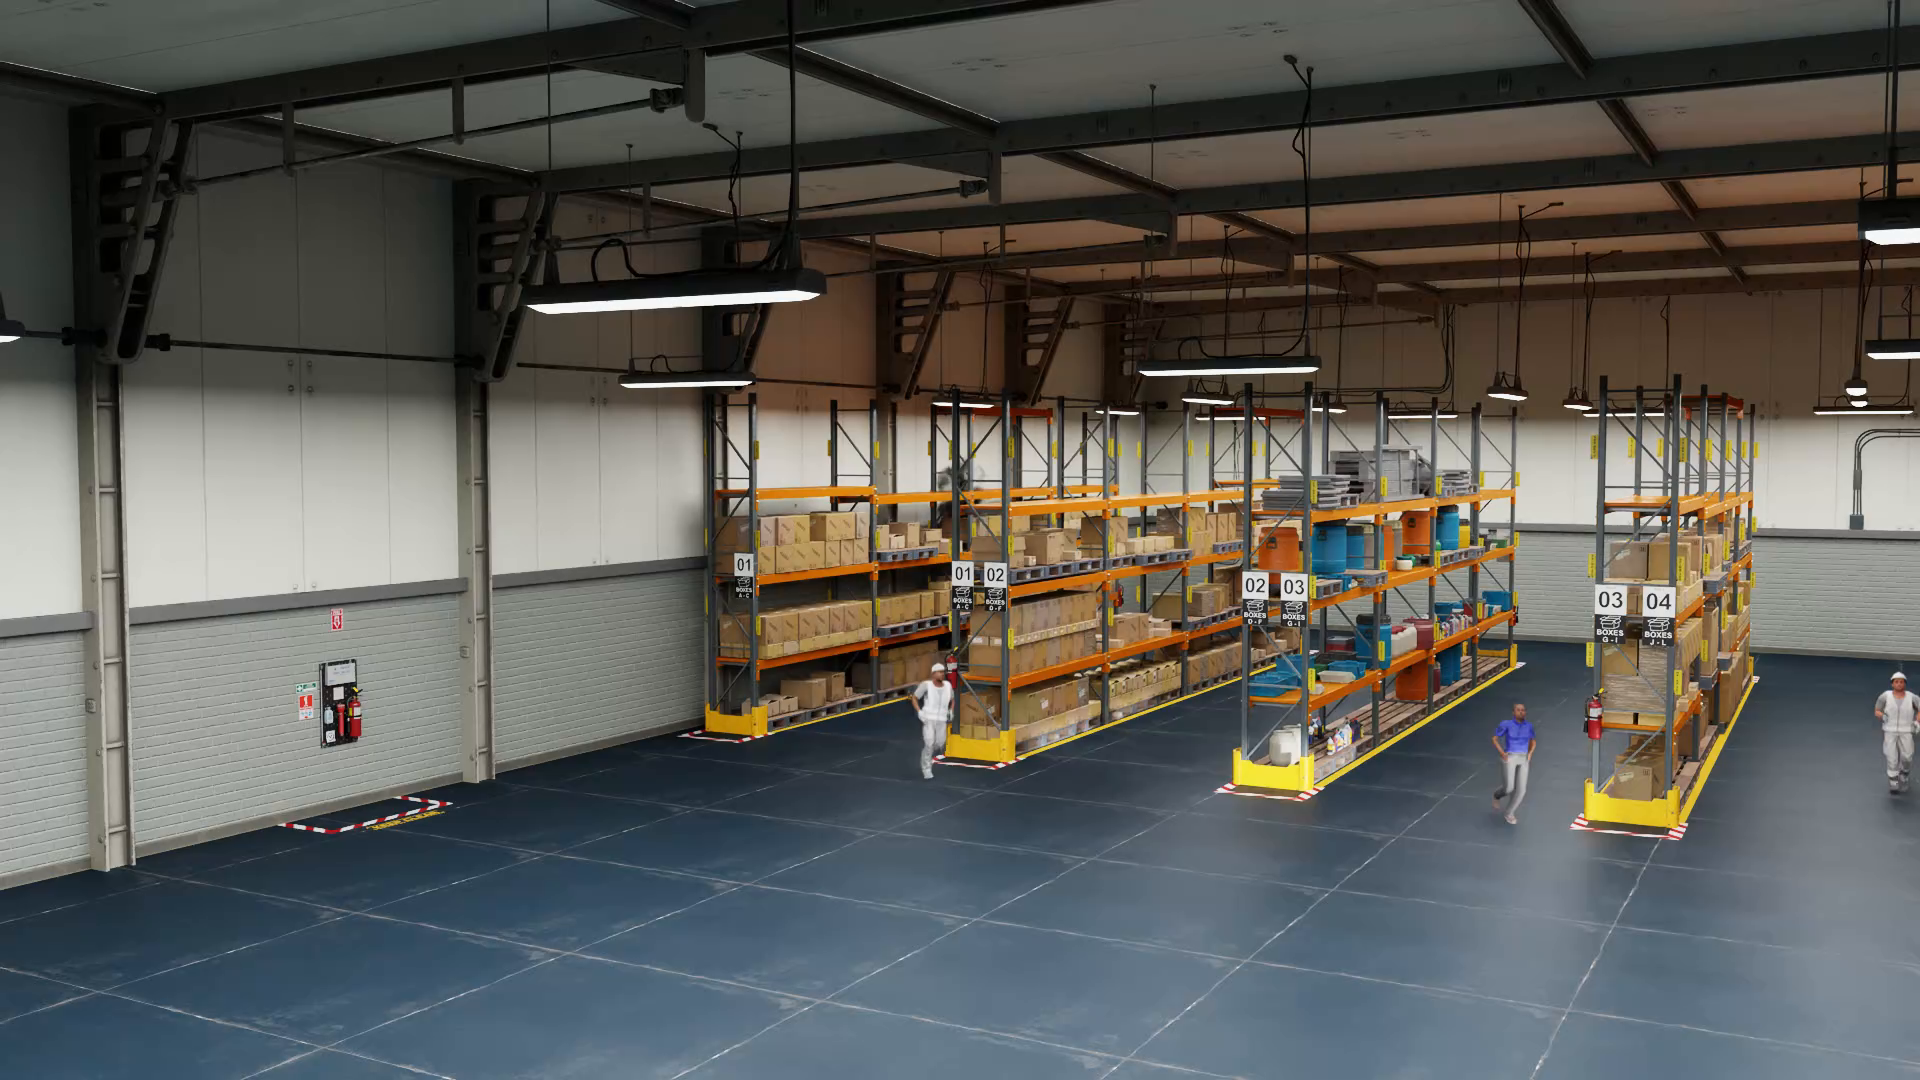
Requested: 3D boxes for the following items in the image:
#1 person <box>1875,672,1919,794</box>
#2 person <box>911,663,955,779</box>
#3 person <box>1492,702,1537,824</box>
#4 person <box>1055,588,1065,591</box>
[{"bbox_3d":[13.618,2.809,24.115,0.639,1.759,0.612,2,4,29],"label":"person"},{"bbox_3d":[-0.399,2.763,25.616,0.736,1.736,0.644,-1,3,-23],"label":"person"},{"bbox_3d":[7.509,2.992,22.510,0.604,1.616,0.548,0,3,-2],"label":"person"},{"bbox_3d":[2.163,1.887,36.070,0.659,1.873,0.728,1,3,24],"label":"person"}]
